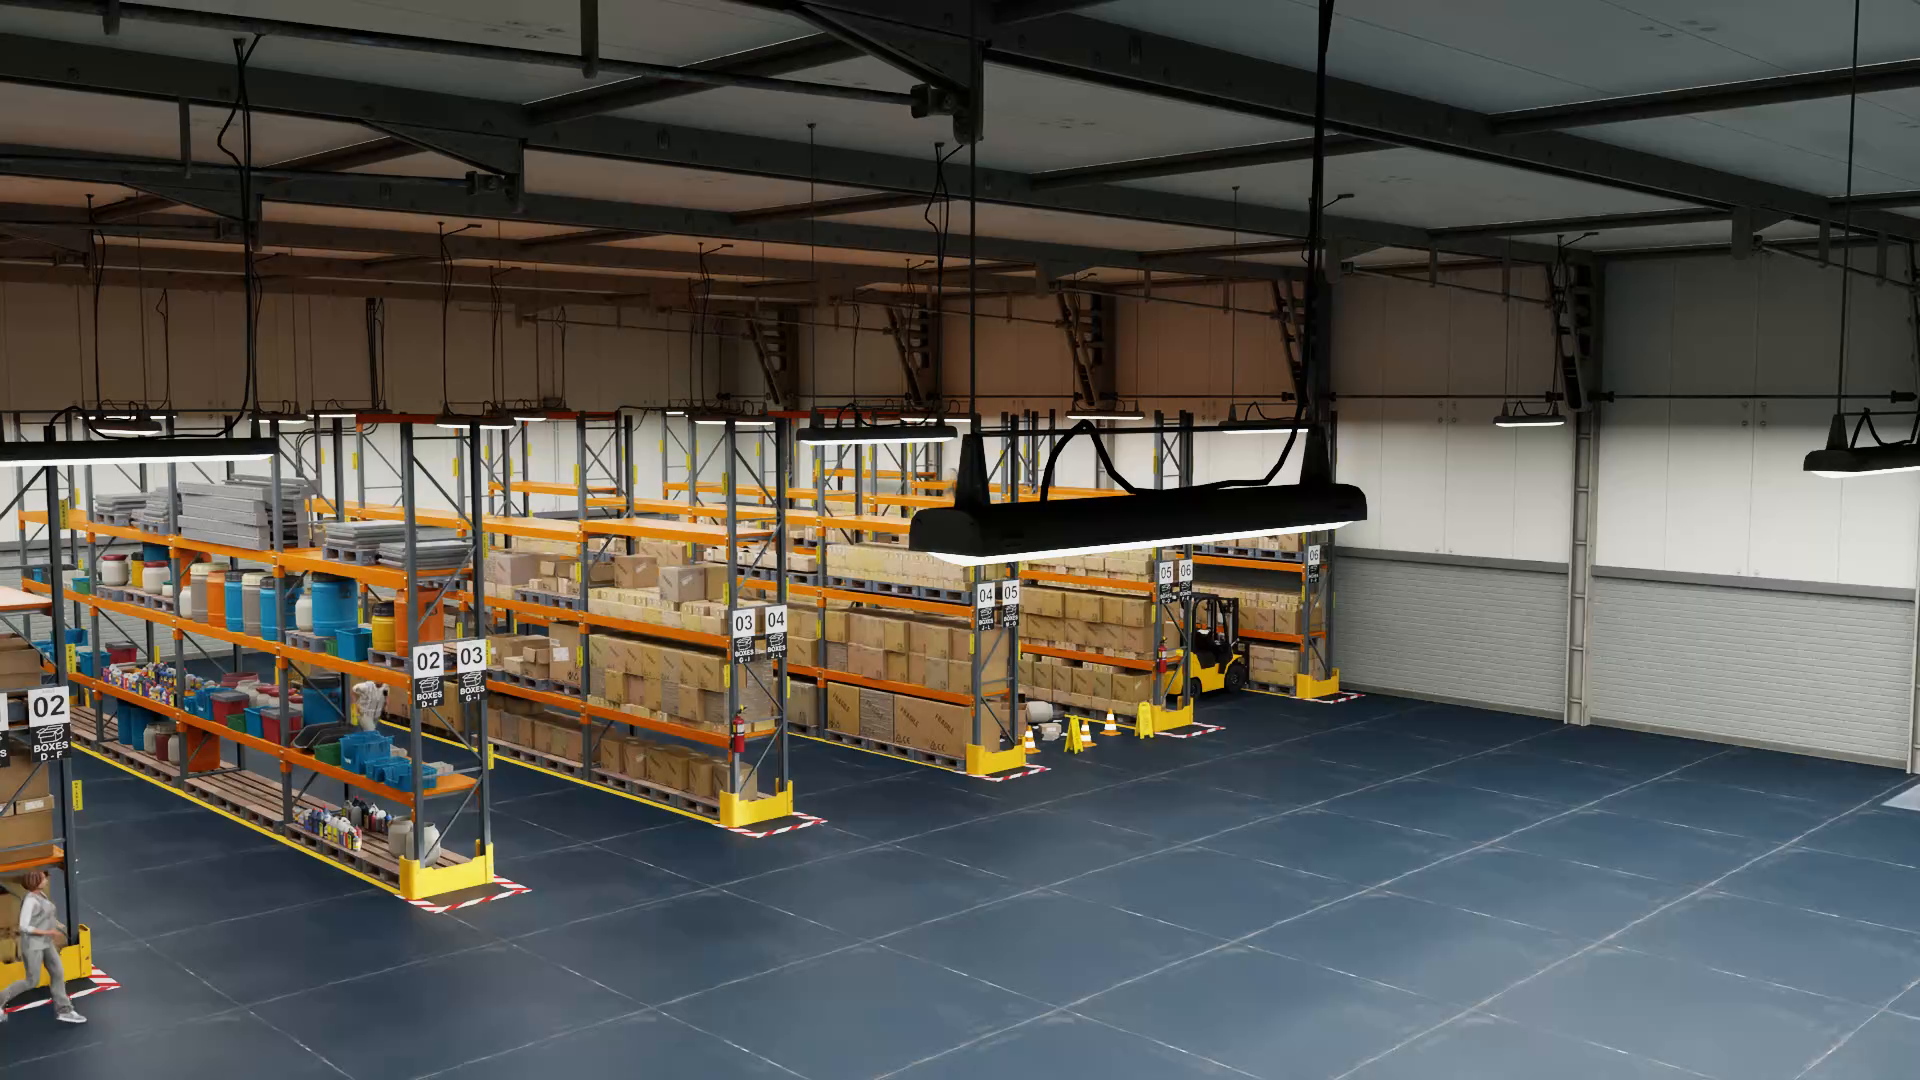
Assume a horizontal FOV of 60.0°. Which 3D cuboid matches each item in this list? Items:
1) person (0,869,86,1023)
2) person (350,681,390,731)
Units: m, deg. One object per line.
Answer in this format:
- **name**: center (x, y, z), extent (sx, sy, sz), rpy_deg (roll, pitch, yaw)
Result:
- **person**: center (-9.271, 4.083, 16.697), extent (0.903, 1.584, 0.577), rpy_deg (-1, 5, -12)
- **person**: center (-10.192, 3.046, 28.591), extent (1.030, 1.720, 0.704), rpy_deg (4, 7, 40)
